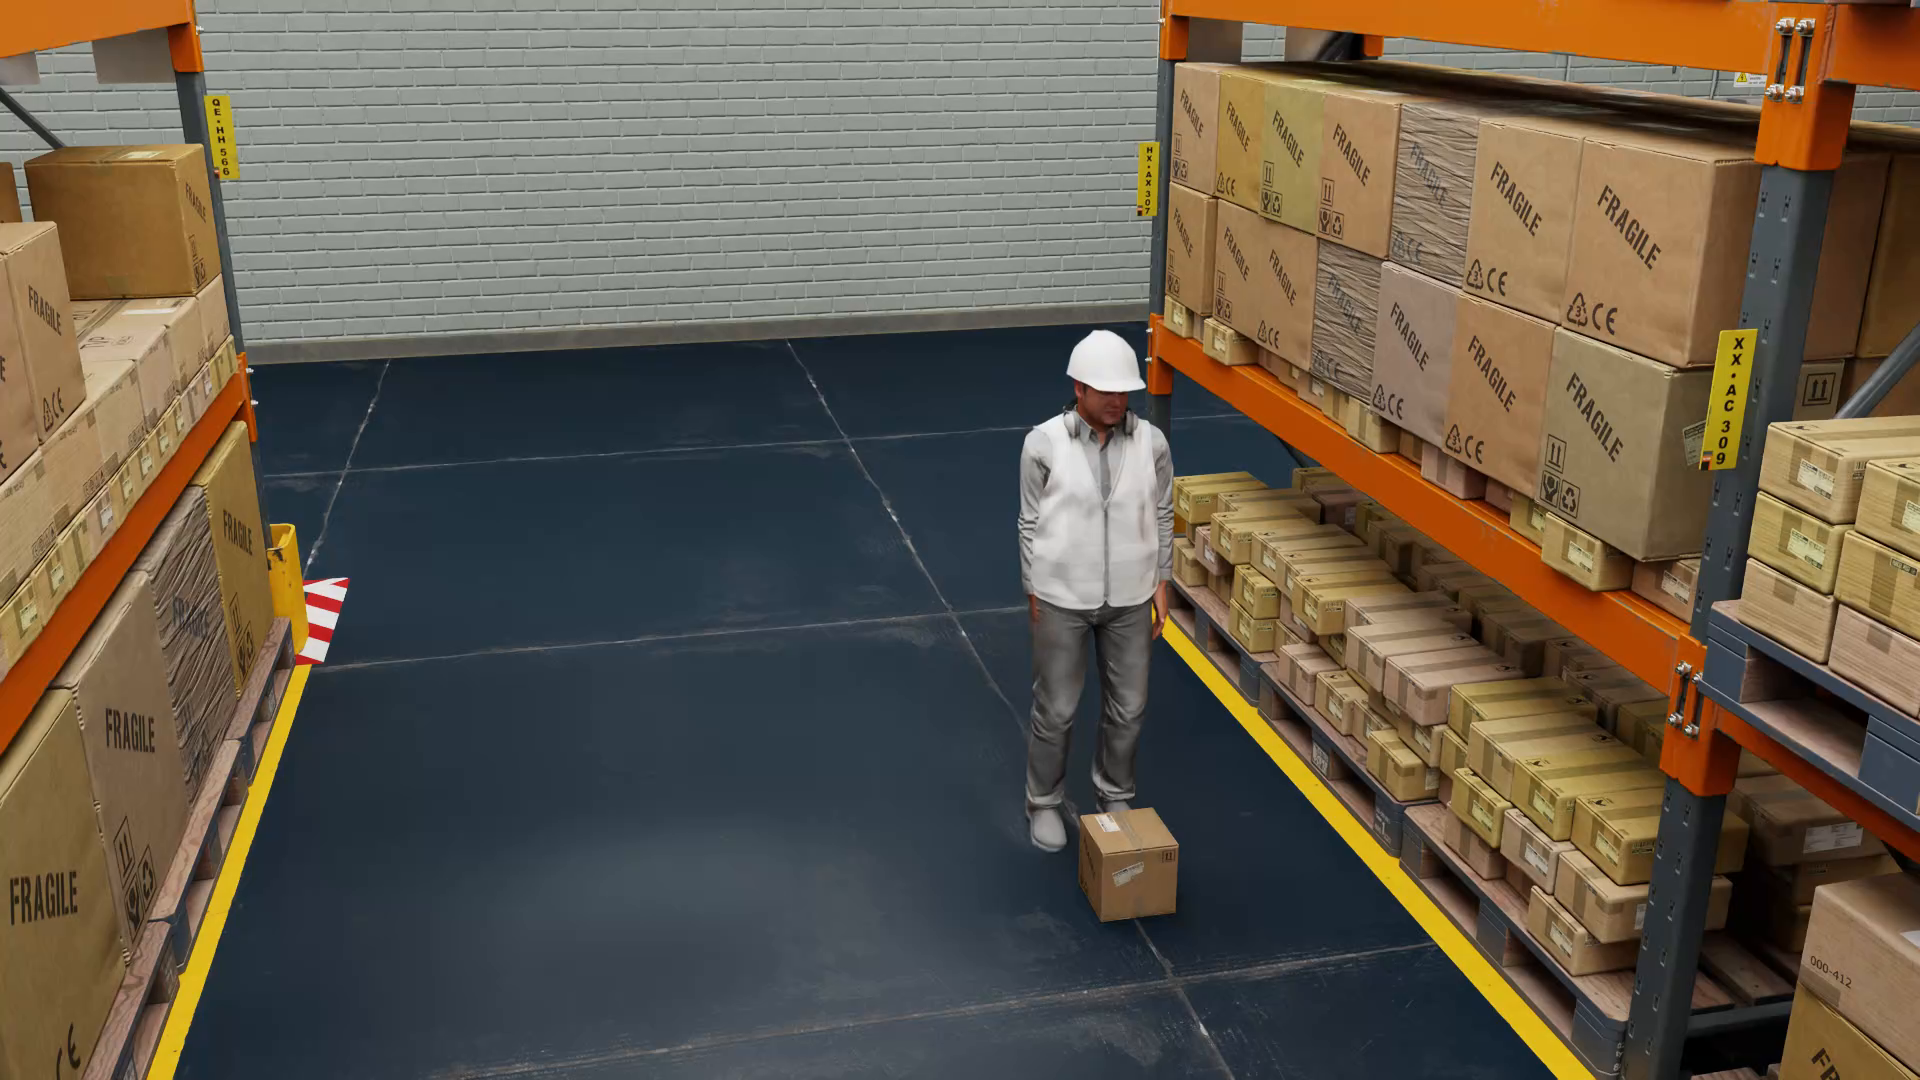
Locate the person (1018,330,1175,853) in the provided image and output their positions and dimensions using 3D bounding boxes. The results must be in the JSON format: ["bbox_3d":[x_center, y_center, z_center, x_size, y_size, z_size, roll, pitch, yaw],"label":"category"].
[{"bbox_3d":[0.458,0.179,5.553,0.533,1.775,0.359,-4,20,-11],"label":"person"}]
